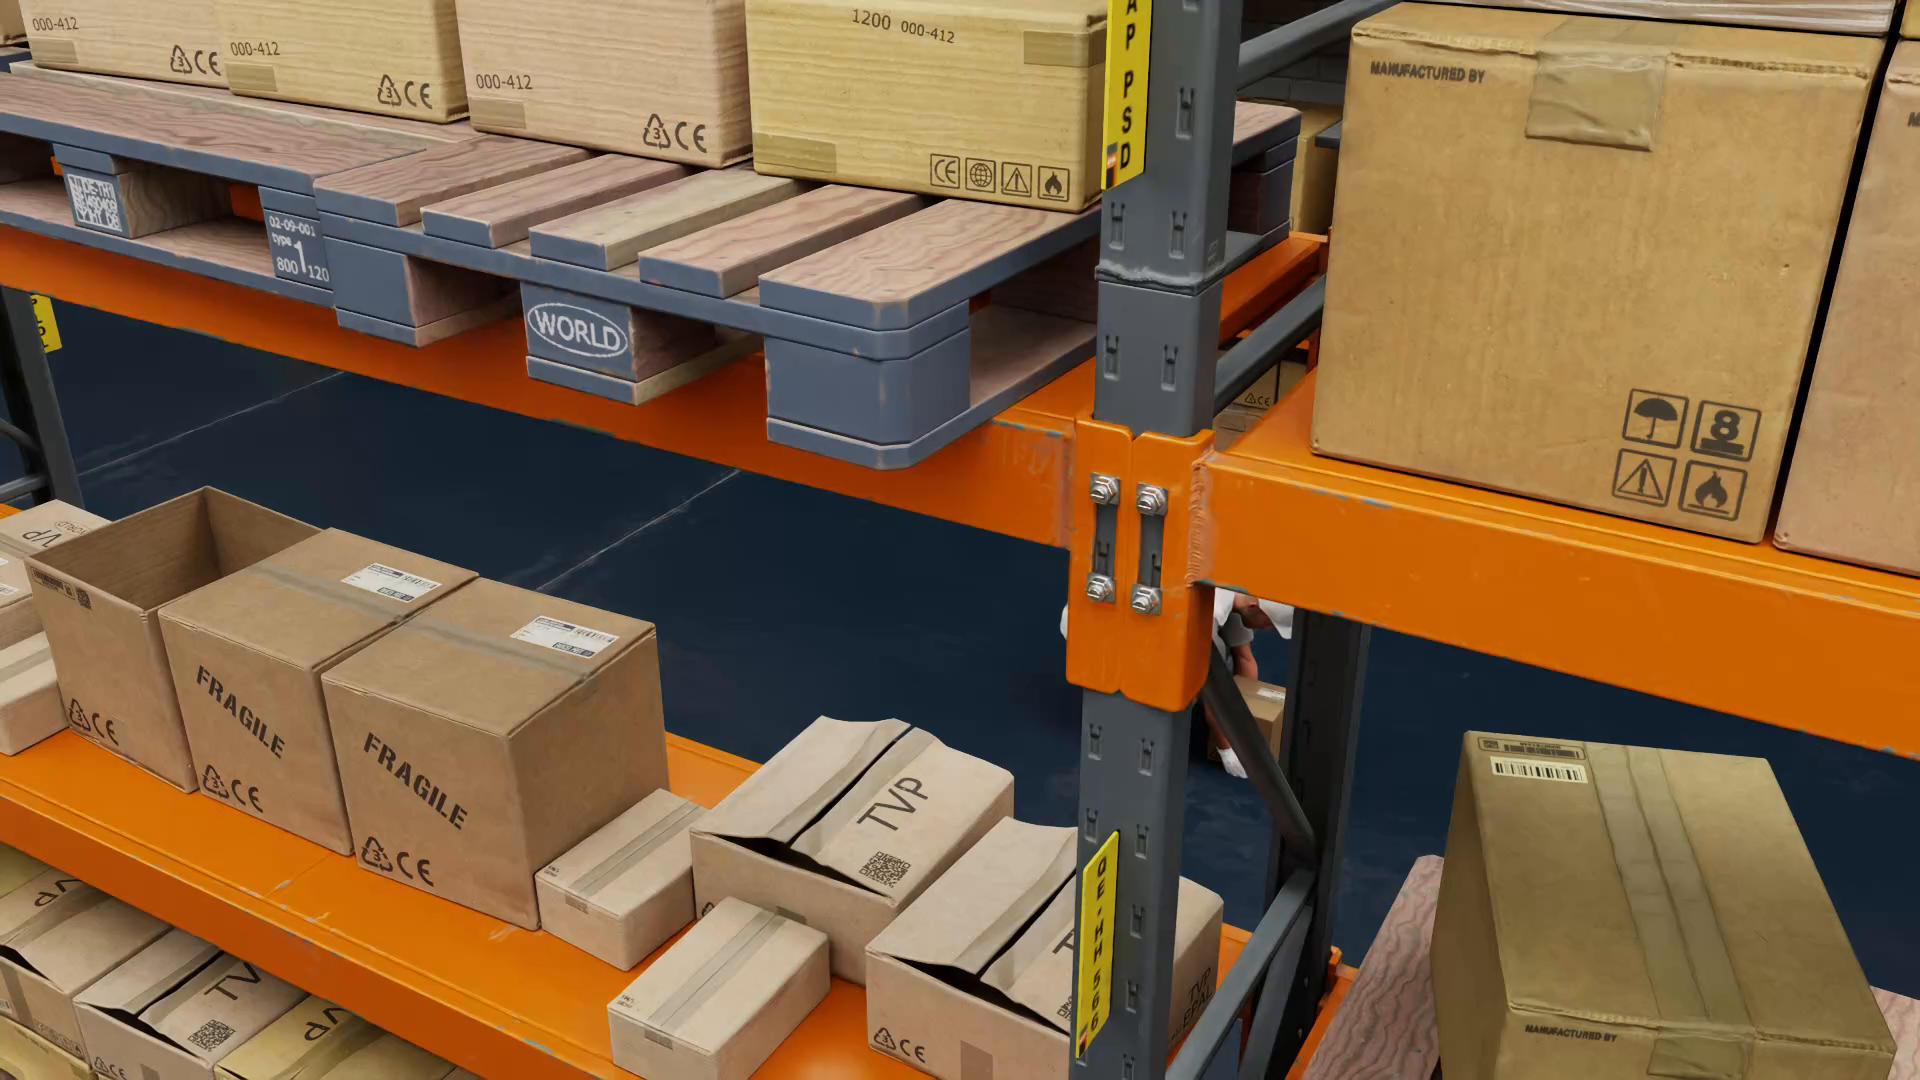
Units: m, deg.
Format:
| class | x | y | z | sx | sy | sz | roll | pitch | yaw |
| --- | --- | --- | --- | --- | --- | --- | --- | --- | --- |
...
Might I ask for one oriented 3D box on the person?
| class | x | y | z | sx | sy | sz | roll | pitch | yaw |
| --- | --- | --- | --- | --- | --- | --- | --- | --- | --- |
| person | 0.853 | 0.445 | 6.431 | 0.926 | 0.873 | 0.538 | 14 | 29 | 26 |
